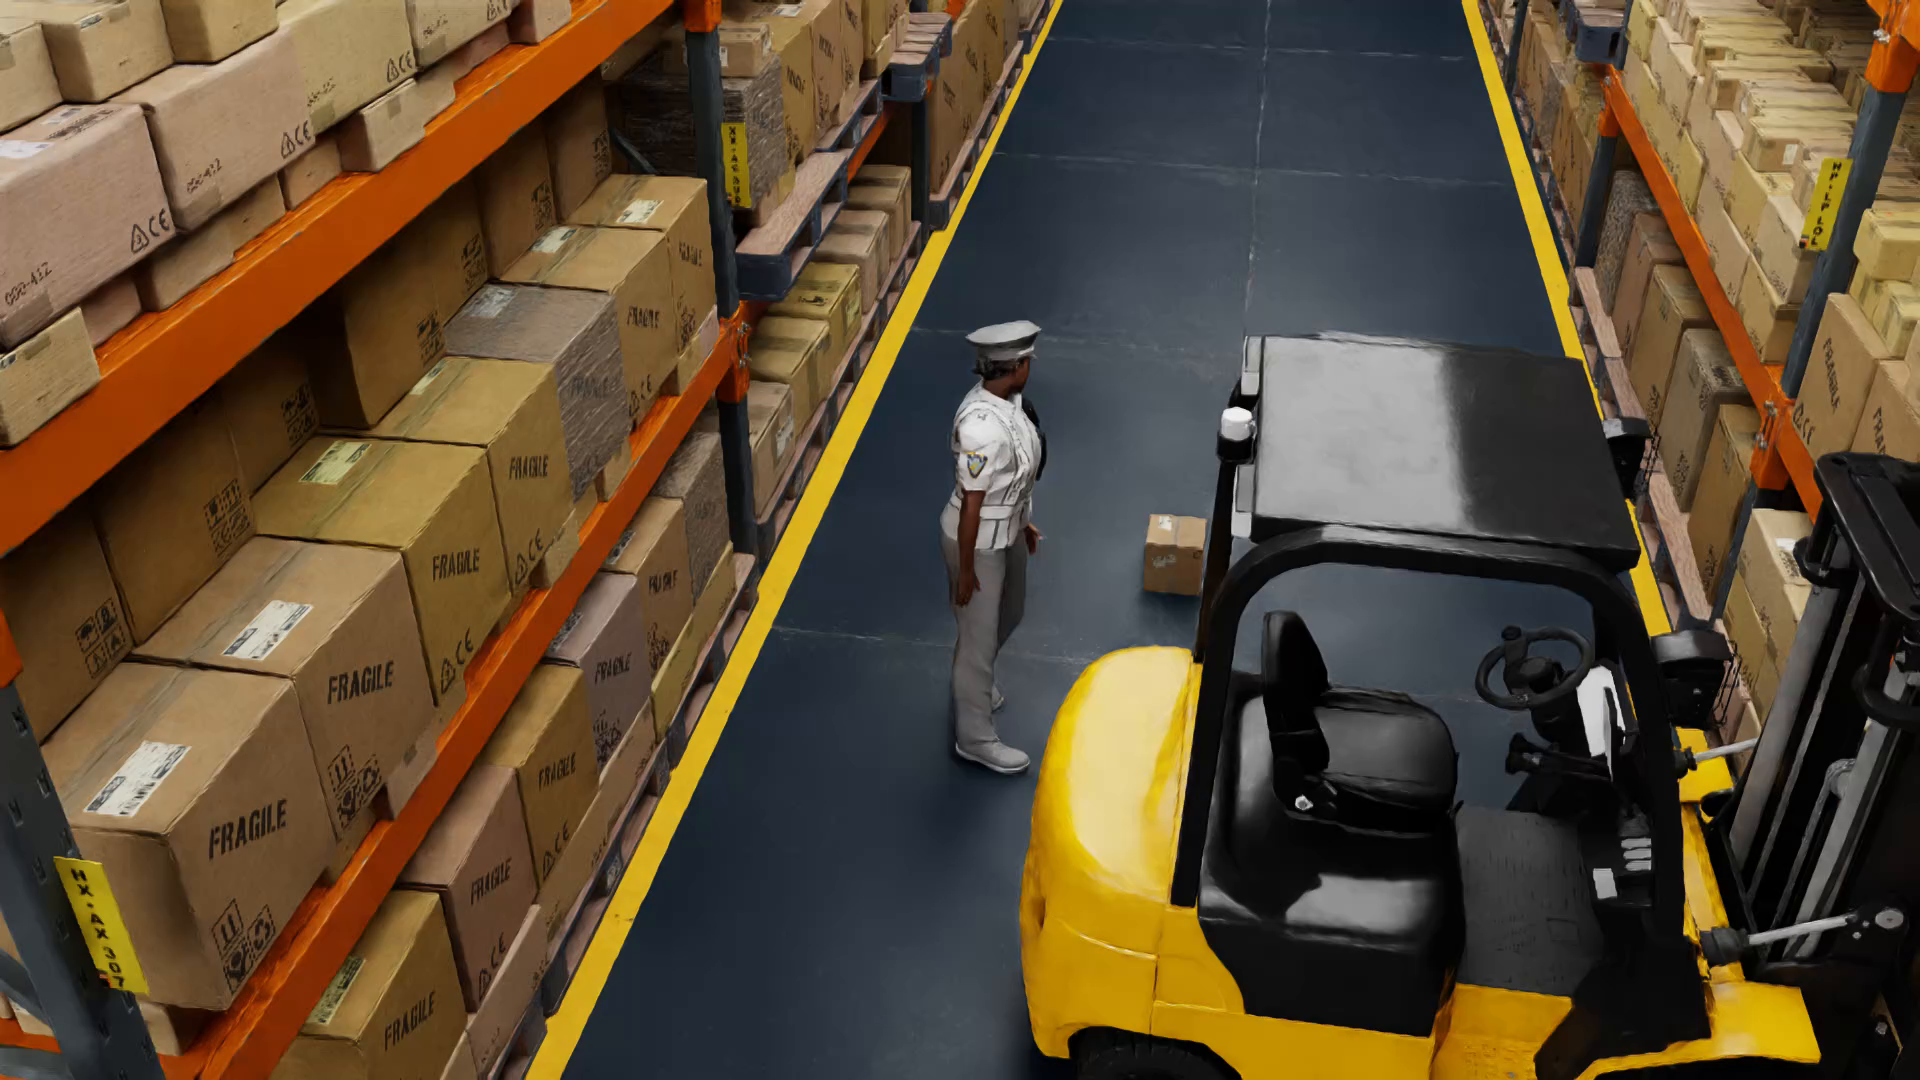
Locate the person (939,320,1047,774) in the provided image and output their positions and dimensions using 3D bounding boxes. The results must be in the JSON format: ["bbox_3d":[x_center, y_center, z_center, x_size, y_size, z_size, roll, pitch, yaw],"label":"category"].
[{"bbox_3d":[0.128,0.025,6.133,0.490,1.638,0.592,13,35,20],"label":"person"}]
